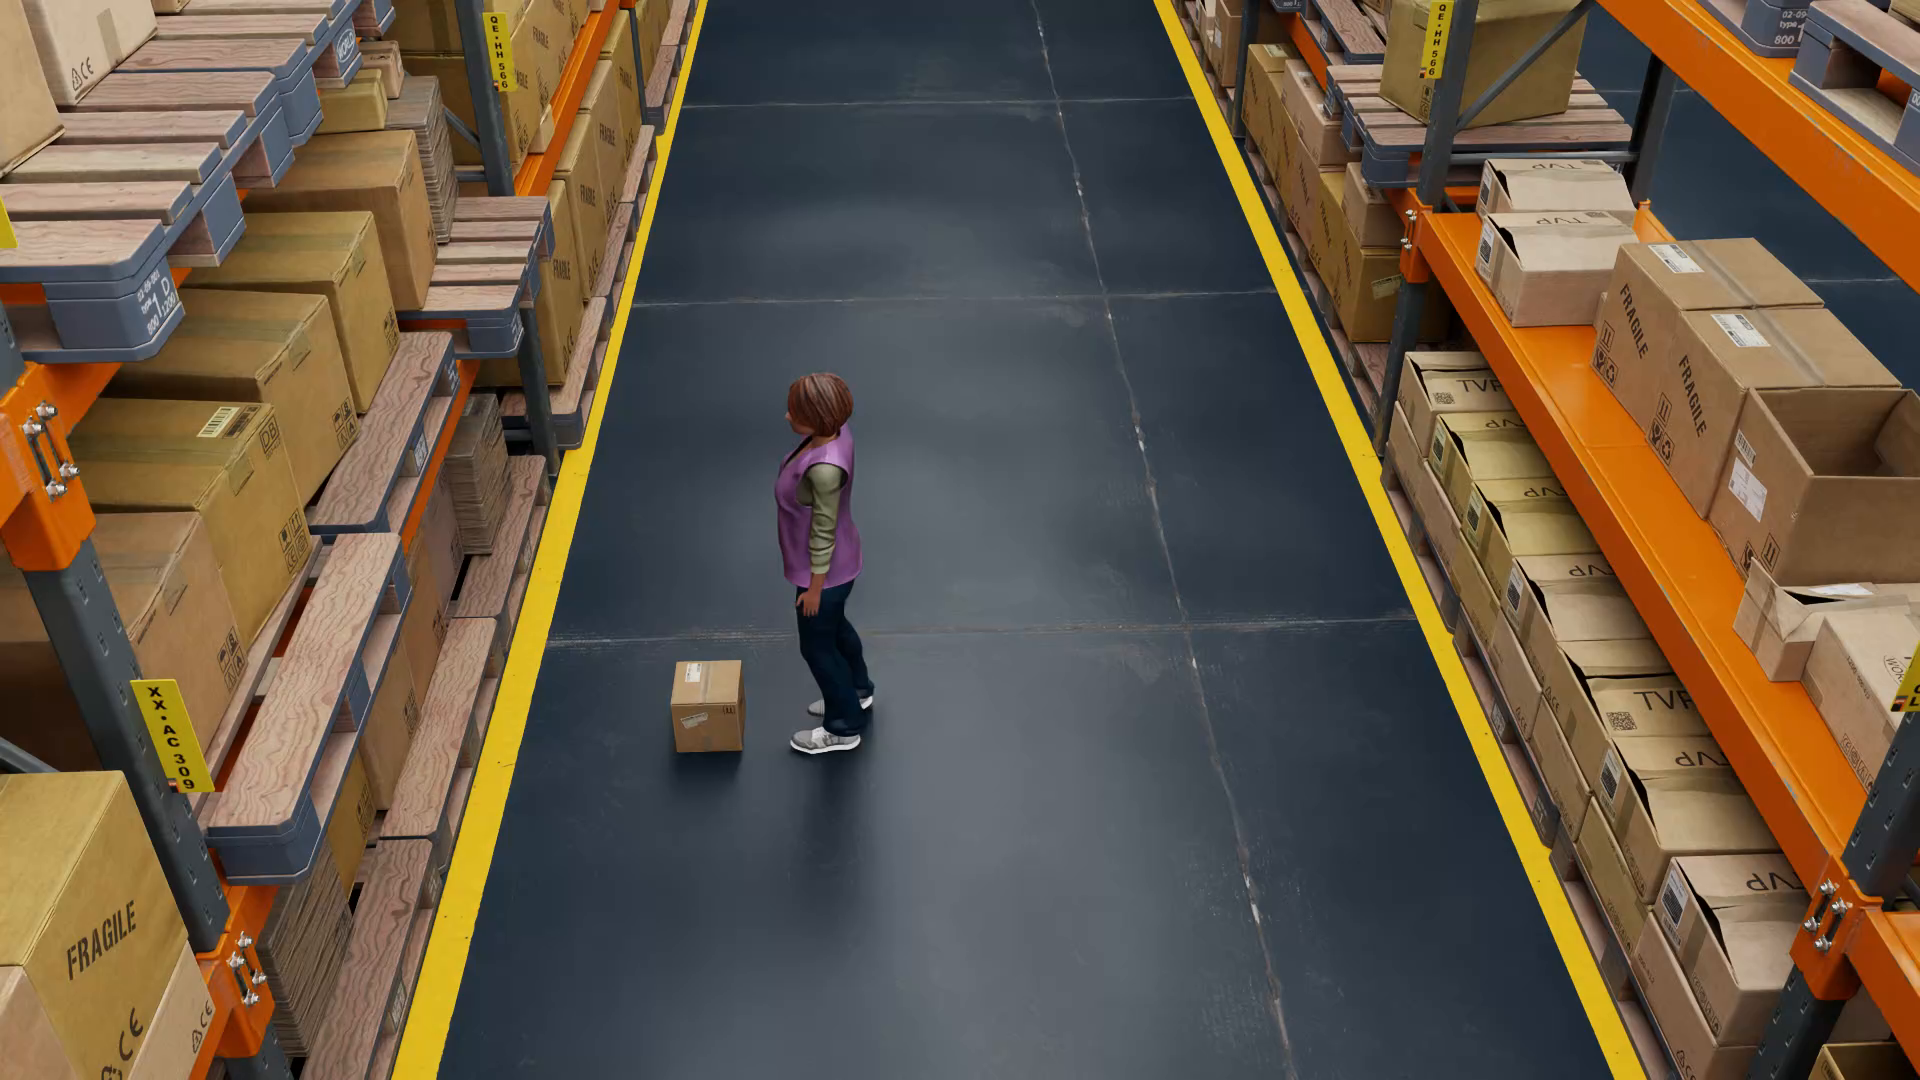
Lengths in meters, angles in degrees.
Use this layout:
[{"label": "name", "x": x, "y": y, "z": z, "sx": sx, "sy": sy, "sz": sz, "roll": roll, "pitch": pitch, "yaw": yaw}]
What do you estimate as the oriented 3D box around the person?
[{"label": "person", "x": -0.493, "y": 0.109, "z": 6.028, "sx": 0.326, "sy": 1.624, "sz": 0.406, "roll": -1, "pitch": 36, "yaw": -1}]
